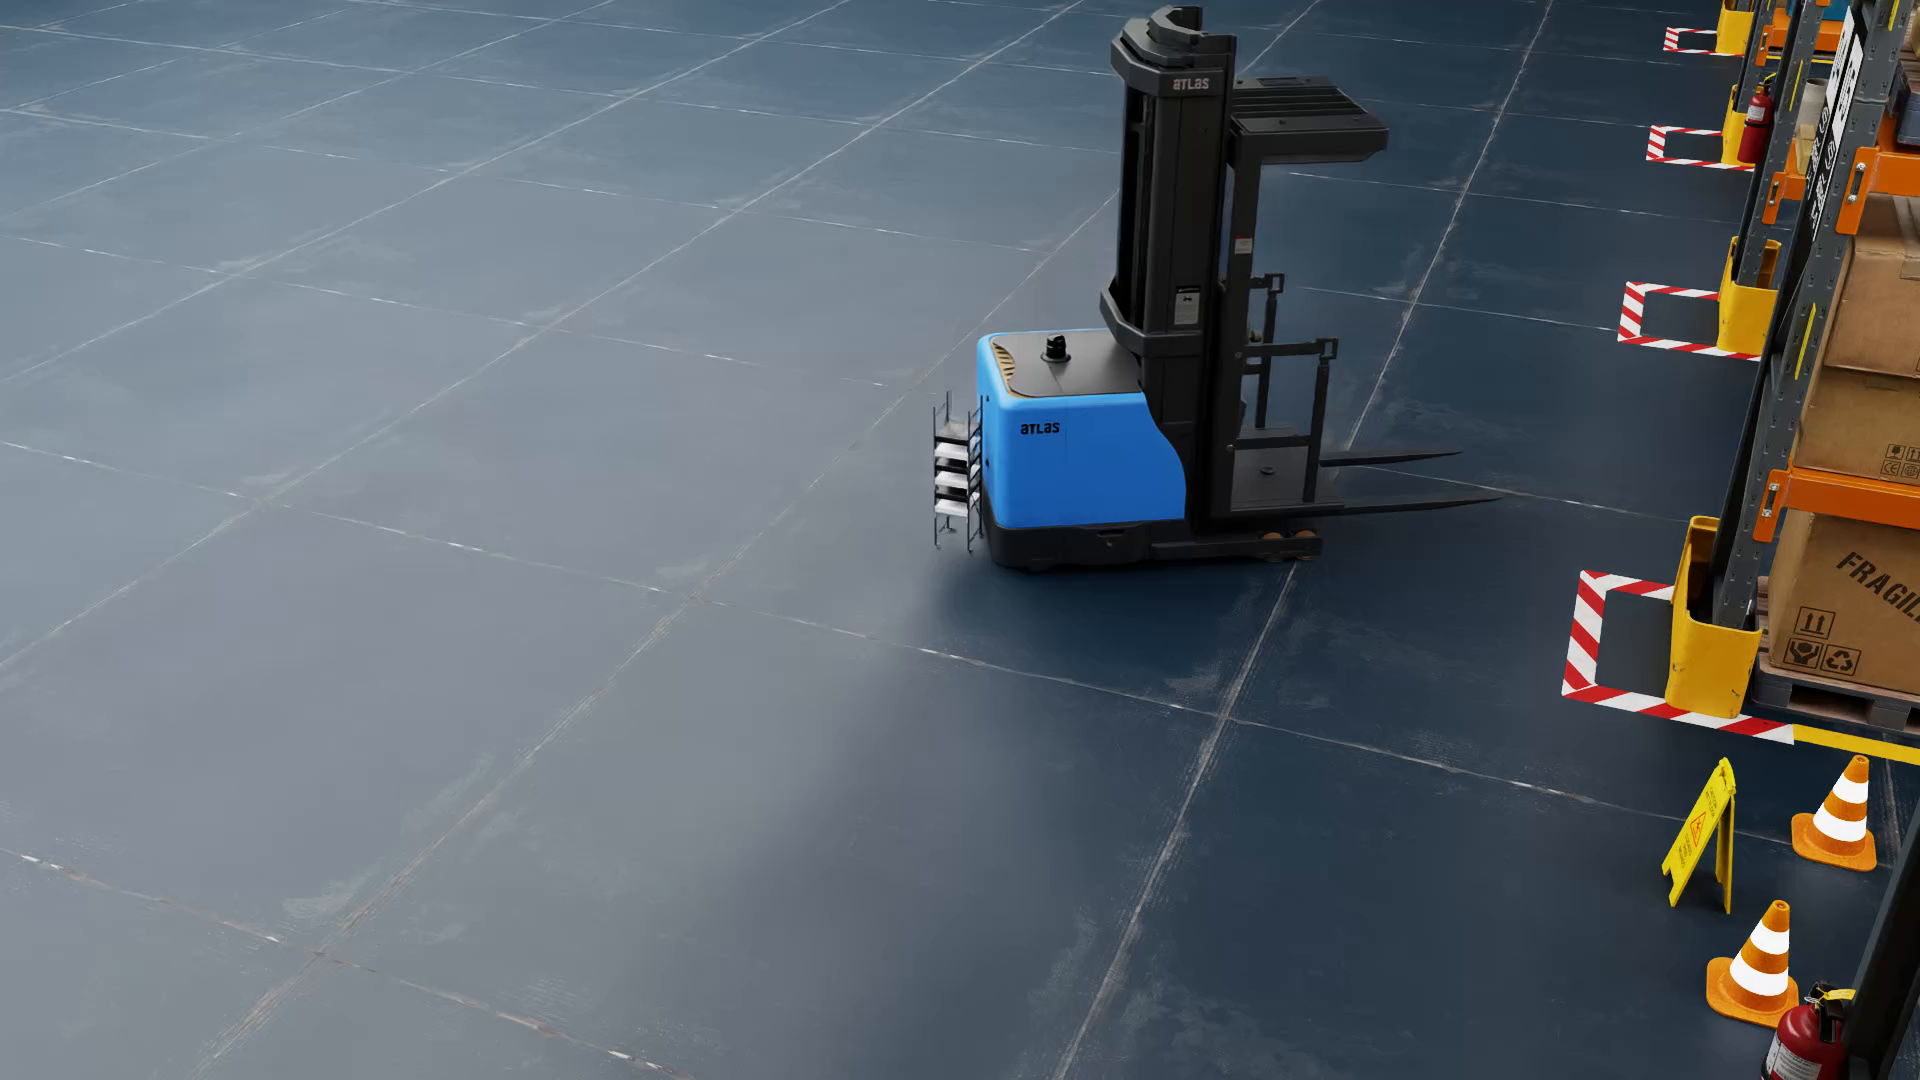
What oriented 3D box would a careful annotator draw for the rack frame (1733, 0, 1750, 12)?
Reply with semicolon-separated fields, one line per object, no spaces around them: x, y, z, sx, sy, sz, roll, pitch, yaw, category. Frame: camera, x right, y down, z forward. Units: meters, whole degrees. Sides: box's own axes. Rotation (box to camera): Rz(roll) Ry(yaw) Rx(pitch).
9.598;-7.467;19.912;0.127;3.000;1.000;11;31;19;rack frame

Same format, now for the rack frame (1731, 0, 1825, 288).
5.870;-2.951;11.922;0.127;3.000;1.000;11;31;19;rack frame

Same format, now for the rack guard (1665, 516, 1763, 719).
3.890;0.376;8.577;0.348;0.500;1.175;11;31;19;rack guard

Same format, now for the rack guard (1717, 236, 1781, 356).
5.941;-1.848;12.512;0.348;0.500;1.175;11;31;19;rack guard

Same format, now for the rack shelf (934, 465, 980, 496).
-0.011;-0.358;9.537;0.200;0.077;0.258;10;31;17;rack shelf

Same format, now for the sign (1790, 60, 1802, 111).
5.667;-3.080;11.271;0.005;0.325;0.100;11;31;19;sign

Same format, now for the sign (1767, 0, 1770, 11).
7.522;-5.080;15.407;0.005;0.325;0.100;11;31;19;sign

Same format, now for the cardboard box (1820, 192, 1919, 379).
4.241;-1.157;7.499;0.550;0.550;0.875;11;31;19;cardboard box

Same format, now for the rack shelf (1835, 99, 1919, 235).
5.765;-1.331;6.738;4.000;0.370;1.077;11;31;19;rack shelf

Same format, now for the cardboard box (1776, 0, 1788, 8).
10.207;-6.816;20.365;0.500;0.500;0.500;11;31;19;cardboard box

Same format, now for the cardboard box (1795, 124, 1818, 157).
6.212;-2.883;12.057;0.250;0.149;0.380;11;31;19;cardboard box

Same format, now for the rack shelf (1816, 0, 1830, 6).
7.724;-3.573;10.706;4.000;0.370;1.077;11;31;19;rack shelf

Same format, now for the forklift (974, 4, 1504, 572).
1.644;-1.403;9.254;3.031;2.935;1.130;-4;30;-6;forklift

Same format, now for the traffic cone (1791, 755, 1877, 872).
3.870;1.142;7.259;0.334;0.463;0.336;11;31;19;traffic cone

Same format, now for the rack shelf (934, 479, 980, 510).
-0.011;-0.280;9.582;0.200;0.077;0.258;10;31;17;rack shelf

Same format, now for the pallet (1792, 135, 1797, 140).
8.572;-3.850;16.347;1.213;0.211;1.003;11;31;19;pallet

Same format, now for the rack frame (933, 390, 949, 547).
-0.107;-0.404;9.550;0.006;0.900;0.240;10;31;17;rack frame

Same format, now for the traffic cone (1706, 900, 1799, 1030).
3.130;1.595;6.459;0.334;0.463;0.336;11;31;19;traffic cone

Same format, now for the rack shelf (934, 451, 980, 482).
-0.011;-0.437;9.493;0.200;0.077;0.258;10;31;17;rack shelf

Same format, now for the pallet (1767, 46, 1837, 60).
10.323;-6.131;20.382;1.213;0.211;1.003;11;31;19;pallet

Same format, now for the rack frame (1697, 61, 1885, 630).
3.912;-0.708;7.954;0.127;3.000;1.000;11;31;19;rack frame

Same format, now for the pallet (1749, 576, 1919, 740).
4.682;0.618;8.442;1.213;0.211;1.003;11;31;19;pallet

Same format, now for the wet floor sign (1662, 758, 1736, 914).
3.141;1.215;6.945;0.232;0.644;0.267;6;30;11;wet floor sign

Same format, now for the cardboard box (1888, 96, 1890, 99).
6.370;-3.009;11.622;0.500;0.500;0.875;11;31;19;cardboard box

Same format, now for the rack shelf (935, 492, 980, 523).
-0.011;-0.202;9.626;0.200;0.077;0.258;10;31;17;rack shelf

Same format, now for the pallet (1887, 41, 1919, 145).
4.603;-1.843;7.003;1.213;0.211;1.003;11;31;19;pallet

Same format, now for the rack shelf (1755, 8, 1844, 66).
9.586;-4.526;15.440;4.000;0.370;1.077;11;31;19;rack shelf

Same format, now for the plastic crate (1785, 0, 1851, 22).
8.309;-5.188;16.032;0.616;0.251;0.499;11;31;19;plastic crate

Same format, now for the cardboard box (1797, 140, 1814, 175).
6.045;-2.680;11.698;0.250;0.149;0.380;11;31;19;cardboard box

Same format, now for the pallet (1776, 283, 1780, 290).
6.680;-1.556;12.289;1.213;0.211;1.003;11;31;19;pallet

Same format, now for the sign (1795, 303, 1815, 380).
3.698;-0.867;7.276;0.005;0.325;0.100;11;31;19;sign

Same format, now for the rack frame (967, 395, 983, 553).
0.085;-0.371;9.492;0.006;0.900;0.240;10;31;17;rack frame

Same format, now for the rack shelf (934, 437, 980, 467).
-0.011;-0.515;9.449;0.200;0.077;0.258;10;31;17;rack shelf

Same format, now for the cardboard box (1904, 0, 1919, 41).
6.278;-3.333;11.178;0.500;0.500;0.500;11;31;19;cardboard box

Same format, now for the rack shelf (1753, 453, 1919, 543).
5.765;-0.025;7.476;4.000;0.370;1.077;11;31;19;rack shelf

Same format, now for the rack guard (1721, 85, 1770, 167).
7.821;-4.128;16.546;0.348;0.500;1.175;11;31;19;rack guard

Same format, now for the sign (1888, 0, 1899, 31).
3.698;-2.177;6.536;0.005;0.325;0.100;11;31;19;sign

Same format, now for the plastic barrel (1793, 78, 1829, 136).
8.371;-4.222;16.273;0.421;0.512;0.421;0;29;0;plastic barrel

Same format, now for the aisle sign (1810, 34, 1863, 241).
3.734;-1.716;7.095;0.004;0.787;0.394;11;31;19;aisle sign

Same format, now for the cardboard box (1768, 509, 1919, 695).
4.565;0.130;8.205;0.875;0.875;0.875;11;31;19;cardboard box

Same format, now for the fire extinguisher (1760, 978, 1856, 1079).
2.212;1.370;4.356;0.183;0.674;0.296;11;31;19;fire extinguisher

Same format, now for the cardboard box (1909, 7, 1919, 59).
4.348;-2.224;7.314;0.250;0.149;0.380;11;31;19;cardboard box

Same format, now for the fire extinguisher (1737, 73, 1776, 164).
5.938;-3.148;12.350;0.183;0.674;0.296;11;31;19;fire extinguisher

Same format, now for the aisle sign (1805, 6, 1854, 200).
3.959;-1.989;7.579;0.004;0.787;0.394;11;31;19;aisle sign

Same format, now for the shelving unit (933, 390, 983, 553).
-0.011;-0.387;9.521;0.210;0.900;0.258;10;31;17;shelving unit

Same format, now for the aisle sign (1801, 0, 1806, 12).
5.700;-3.957;11.061;0.004;0.787;0.394;11;31;19;aisle sign

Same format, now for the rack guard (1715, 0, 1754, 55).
9.576;-6.383;20.535;0.348;0.500;1.175;11;31;19;rack guard

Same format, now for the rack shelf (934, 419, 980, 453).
-0.011;-0.593;9.404;0.200;0.077;0.258;10;31;17;rack shelf

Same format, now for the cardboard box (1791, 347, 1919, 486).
4.273;-0.725;7.832;0.550;0.550;0.875;11;31;19;cardboard box

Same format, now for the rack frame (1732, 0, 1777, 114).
7.733;-5.209;15.918;0.127;3.000;1.000;11;31;19;rack frame

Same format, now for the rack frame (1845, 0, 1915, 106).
3.912;-3.320;6.478;0.127;3.000;1.000;11;31;19;rack frame

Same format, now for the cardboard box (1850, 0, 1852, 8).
6.473;-3.570;11.598;0.500;0.500;0.500;11;31;19;cardboard box

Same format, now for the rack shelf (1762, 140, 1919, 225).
7.724;-2.268;11.444;4.000;0.370;1.077;11;31;19;rack shelf
